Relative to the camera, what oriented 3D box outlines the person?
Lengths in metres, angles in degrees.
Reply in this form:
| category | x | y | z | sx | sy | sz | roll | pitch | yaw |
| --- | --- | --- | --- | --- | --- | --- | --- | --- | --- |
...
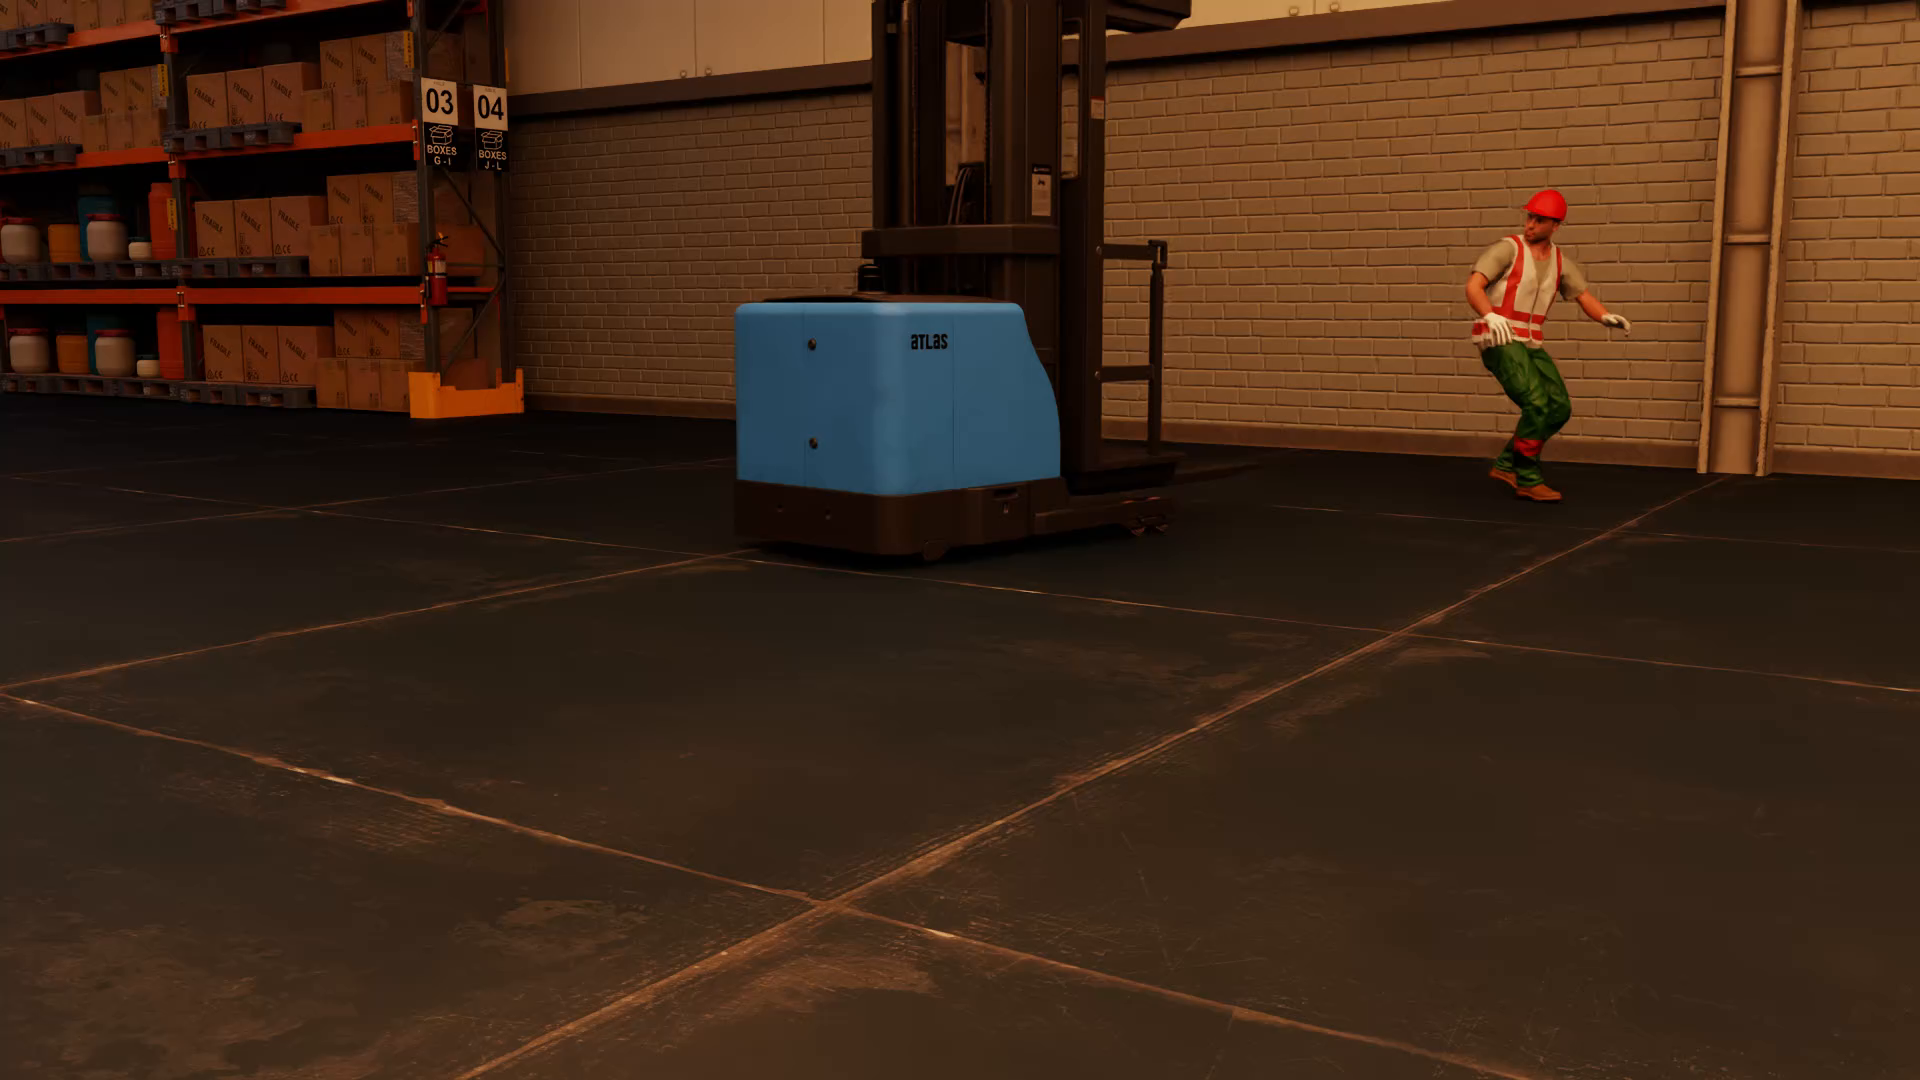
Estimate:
| category | x | y | z | sx | sy | sz | roll | pitch | yaw |
| --- | --- | --- | --- | --- | --- | --- | --- | --- | --- |
| person | 3.169 | -1.057 | 9.054 | 0.838 | 1.673 | 0.744 | -5 | 10 | -34 |

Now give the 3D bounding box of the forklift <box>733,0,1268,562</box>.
| category | x | y | z | sx | sy | sz | roll | pitch | yaw |
| --- | --- | --- | --- | --- | --- | --- | --- | --- | --- |
| forklift | 0.378 | -1.518 | 7.865 | 1.130 | 2.935 | 3.031 | 7 | 11 | 42 |
